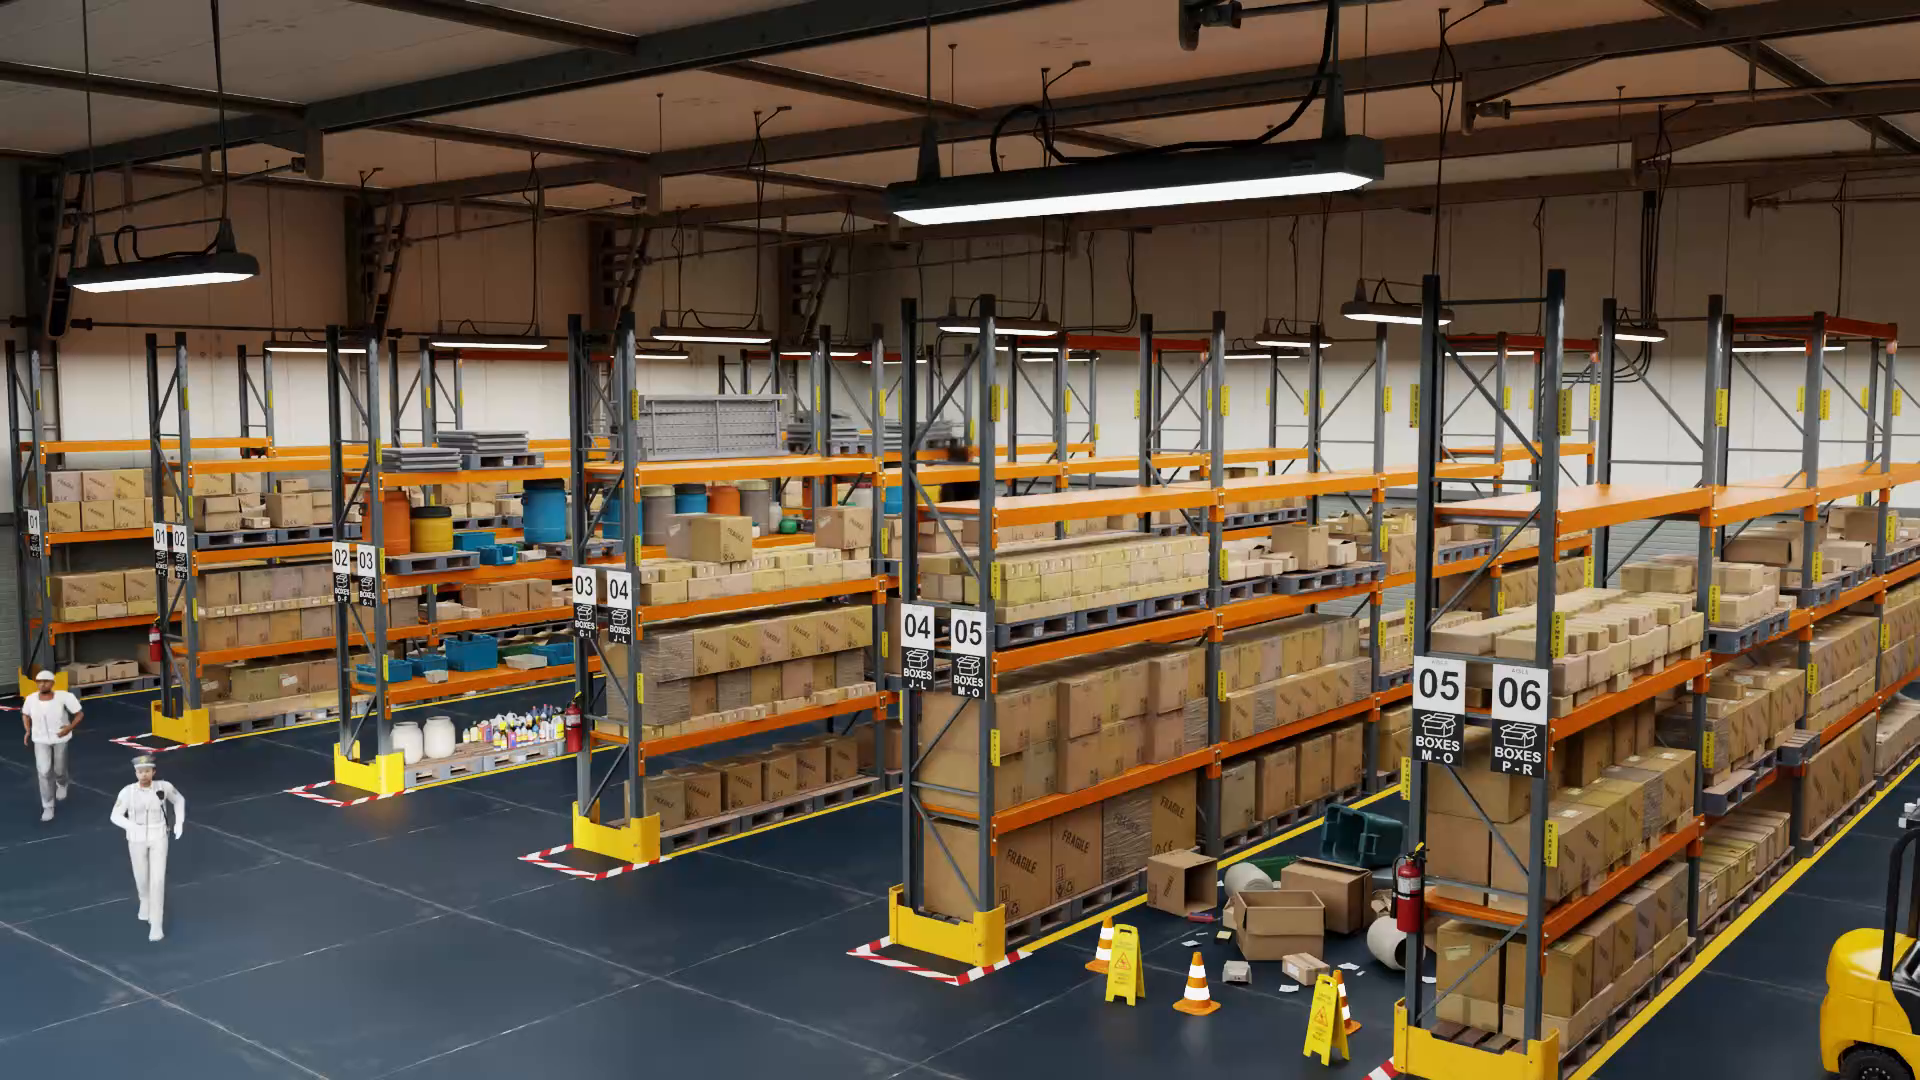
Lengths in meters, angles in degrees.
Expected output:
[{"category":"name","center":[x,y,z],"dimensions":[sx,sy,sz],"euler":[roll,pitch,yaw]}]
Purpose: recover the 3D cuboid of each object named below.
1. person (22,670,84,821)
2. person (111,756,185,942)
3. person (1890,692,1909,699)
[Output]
[{"category":"person","center":[-11.073,2.459,20.322],"dimensions":[0.696,1.790,0.844],"euler":[-2,5,-18]},{"category":"person","center":[-7.759,2.890,15.918],"dimensions":[0.630,1.727,0.818],"euler":[-2,6,-22]},{"category":"person","center":[14.426,2.041,25.879],"dimensions":[0.611,1.600,0.540],"euler":[-3,6,-29]}]
